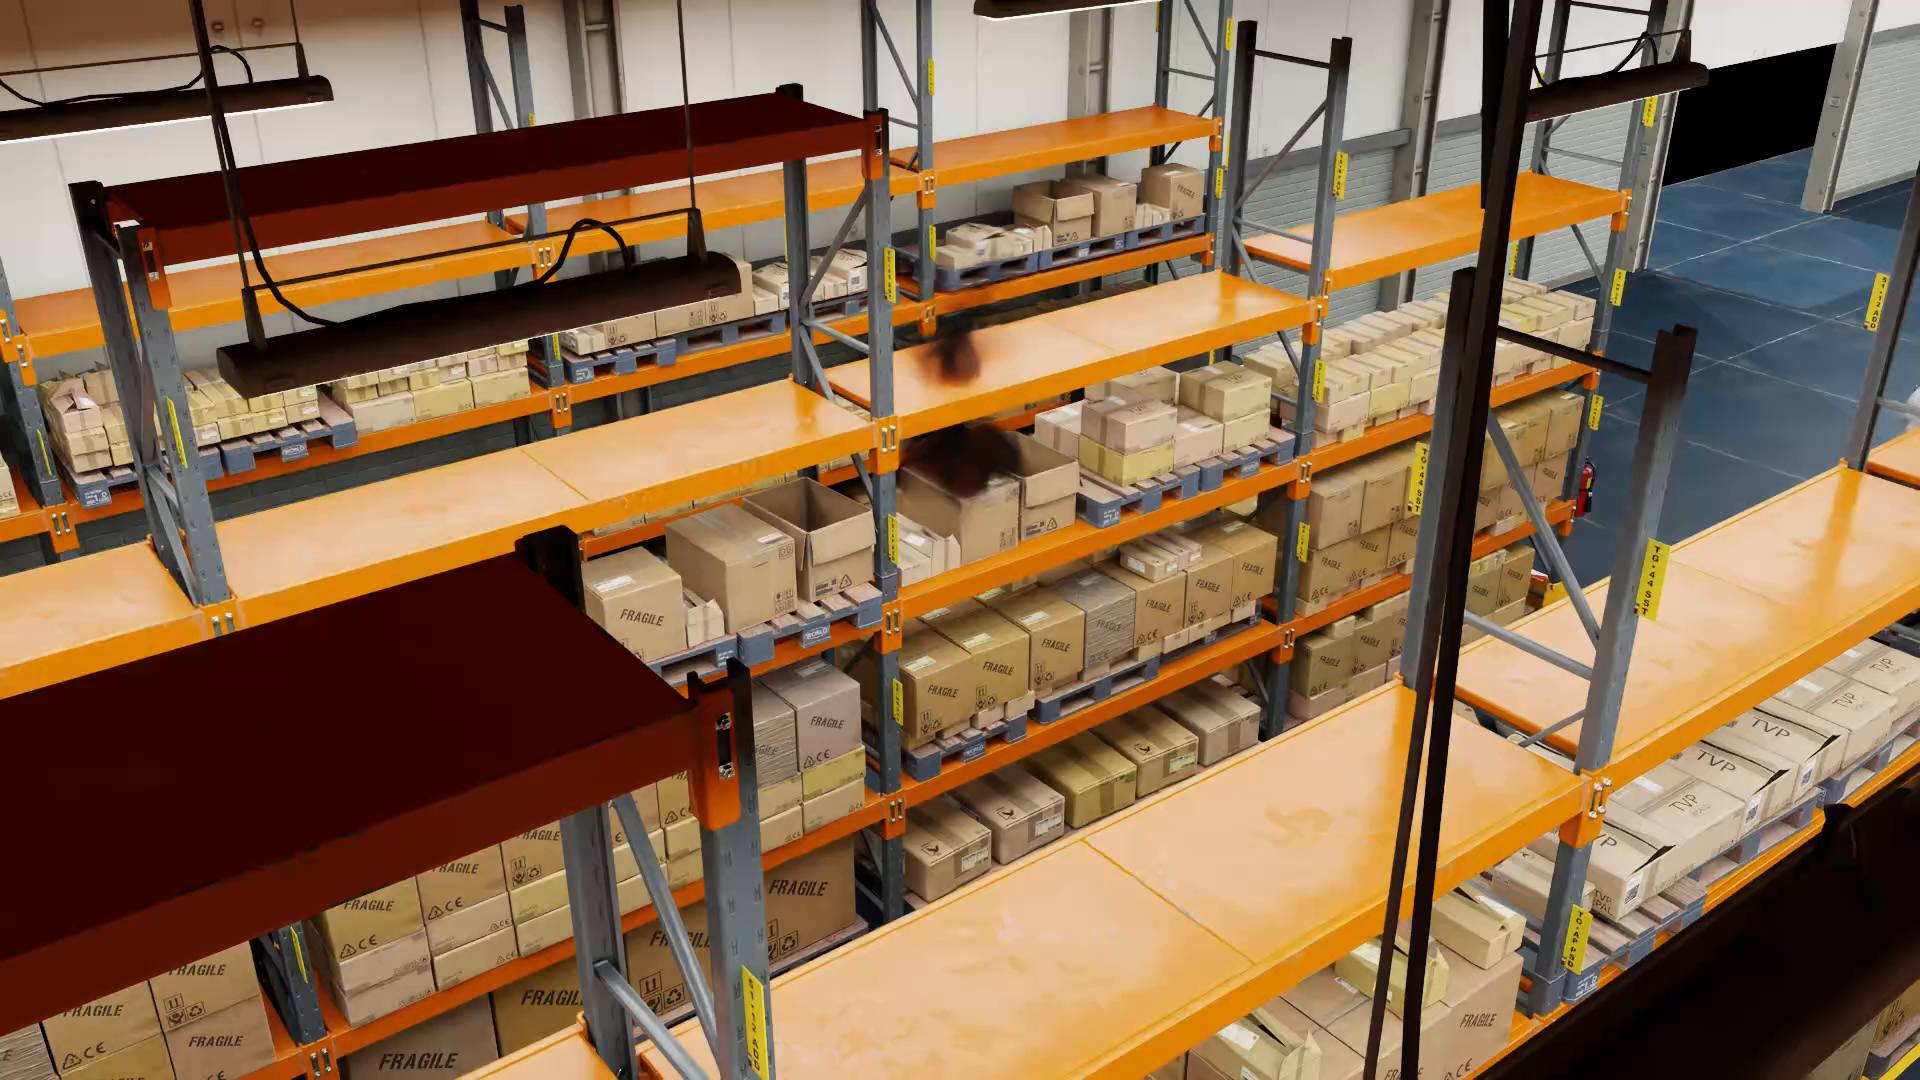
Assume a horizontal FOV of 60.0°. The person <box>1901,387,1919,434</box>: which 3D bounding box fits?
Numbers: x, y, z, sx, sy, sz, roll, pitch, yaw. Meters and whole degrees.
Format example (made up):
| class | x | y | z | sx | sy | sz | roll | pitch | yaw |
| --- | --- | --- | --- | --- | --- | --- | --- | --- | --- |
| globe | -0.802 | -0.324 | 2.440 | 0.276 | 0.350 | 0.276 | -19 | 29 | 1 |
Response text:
| class | x | y | z | sx | sy | sz | roll | pitch | yaw |
| --- | --- | --- | --- | --- | --- | --- | --- | --- | --- |
| person | 10.783 | -1.187 | 18.572 | 0.708 | 1.730 | 0.635 | 0 | 26 | 1 |
